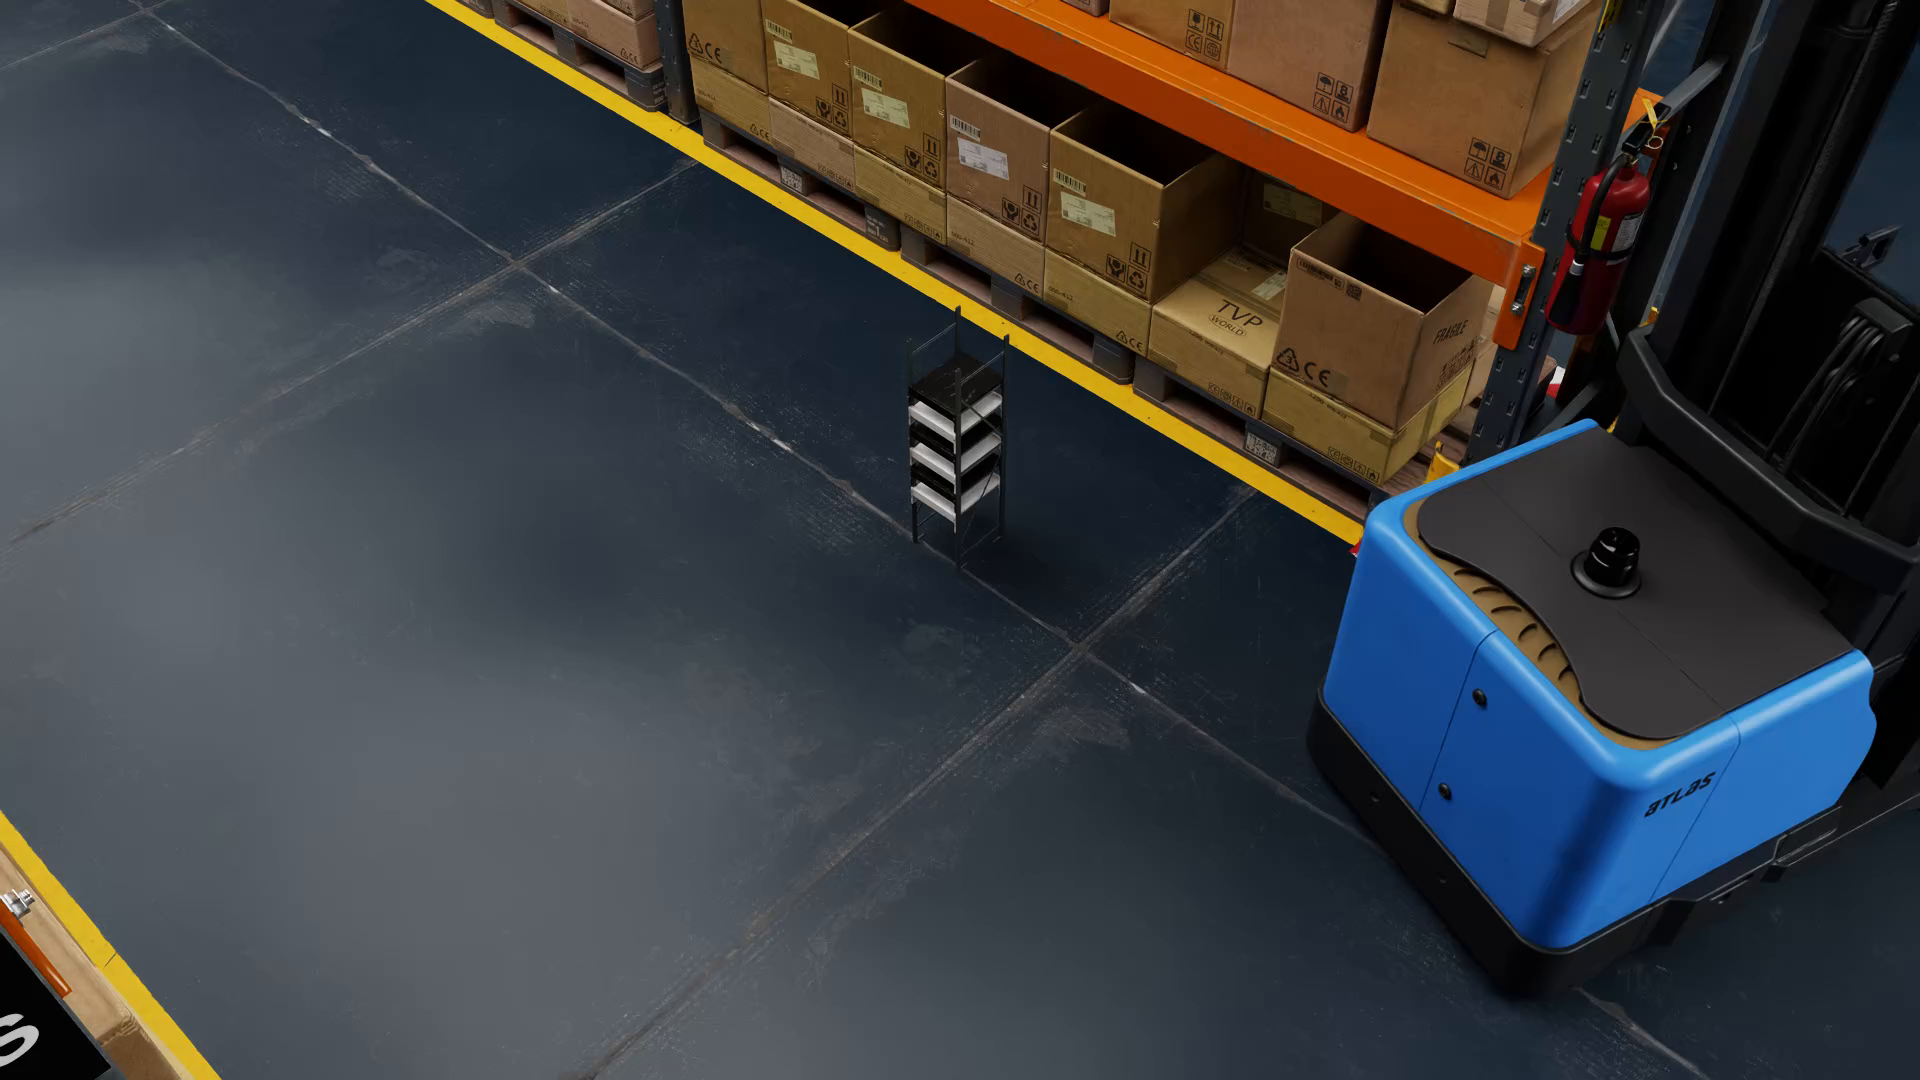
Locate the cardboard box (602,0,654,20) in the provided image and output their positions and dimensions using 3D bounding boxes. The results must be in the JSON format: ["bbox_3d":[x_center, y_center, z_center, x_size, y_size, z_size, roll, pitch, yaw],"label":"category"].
[{"bbox_3d":[-1.428,-2.626,7.372,0.500,0.311,0.500,34,55,28],"label":"cardboard box"}]

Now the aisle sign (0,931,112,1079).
[{"bbox_3d":[-1.098,0.433,1.502,0.004,0.787,0.394,34,55,28],"label":"aisle sign"}]

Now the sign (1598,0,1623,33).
[{"bbox_3d":[1.625,-1.401,4.051,0.005,0.325,0.100,34,55,28],"label":"sign"}]

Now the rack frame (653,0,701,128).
[{"bbox_3d":[-0.936,-3.185,6.683,0.127,3.000,1.000,34,55,28],"label":"rack frame"}]

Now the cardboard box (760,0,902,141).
[{"bbox_3d":[-0.435,-2.004,6.658,0.500,0.500,0.500,34,55,28],"label":"cardboard box"}]

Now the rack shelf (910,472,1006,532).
[{"bbox_3d":[-0.006,-0.166,5.581,0.200,0.077,0.258,34,55,28],"label":"rack shelf"}]

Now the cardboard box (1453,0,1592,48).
[{"bbox_3d":[1.593,-1.550,4.634,0.250,0.149,0.380,33,55,27],"label":"cardboard box"}]

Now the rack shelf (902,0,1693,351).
[{"bbox_3d":[0.533,-1.950,6.017,4.000,0.370,1.077,34,55,28],"label":"rack shelf"}]

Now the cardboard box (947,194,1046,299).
[{"bbox_3d":[0.298,-1.252,6.466,0.500,0.250,0.500,34,55,28],"label":"cardboard box"}]

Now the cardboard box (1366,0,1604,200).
[{"bbox_3d":[1.669,-1.479,5.013,0.500,0.500,0.700,34,55,28],"label":"cardboard box"}]

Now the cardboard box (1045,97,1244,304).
[{"bbox_3d":[0.662,-1.259,5.958,0.500,0.500,0.500,34,55,28],"label":"cardboard box"}]

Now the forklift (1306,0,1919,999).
[{"bbox_3d":[2.602,-0.537,4.244,3.031,2.935,1.130,-21,50,-18],"label":"forklift"}]

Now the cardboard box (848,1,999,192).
[{"bbox_3d":[-0.073,-1.753,6.422,0.500,0.500,0.500,34,55,28],"label":"cardboard box"}]

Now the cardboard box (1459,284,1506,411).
[{"bbox_3d":[1.760,-0.794,6.036,0.500,0.250,0.500,34,55,28],"label":"cardboard box"}]

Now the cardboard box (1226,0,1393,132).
[{"bbox_3d":[1.280,-1.736,5.254,0.500,0.500,0.700,35,56,29],"label":"cardboard box"}]

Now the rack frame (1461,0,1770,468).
[{"bbox_3d":[2.003,-1.207,4.826,0.127,3.000,1.000,34,55,28],"label":"rack frame"}]

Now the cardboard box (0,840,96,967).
[{"bbox_3d":[-1.857,0.589,2.714,0.500,0.500,0.500,34,55,28],"label":"cardboard box"}]

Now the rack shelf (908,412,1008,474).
[{"bbox_3d":[-0.006,-0.351,5.384,0.200,0.077,0.258,34,55,28],"label":"rack shelf"}]

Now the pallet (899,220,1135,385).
[{"bbox_3d":[0.520,-1.212,6.743,1.213,0.211,1.003,34,55,28],"label":"pallet"}]

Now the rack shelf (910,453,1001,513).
[{"bbox_3d":[-0.006,-0.228,5.516,0.200,0.077,0.258,34,55,28],"label":"rack shelf"}]

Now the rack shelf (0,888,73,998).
[{"bbox_3d":[-2.824,-0.321,2.430,4.000,0.370,1.077,34,55,28],"label":"rack shelf"}]

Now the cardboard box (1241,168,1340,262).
[{"bbox_3d":[1.391,-1.297,5.994,0.500,0.500,0.500,34,55,28],"label":"cardboard box"}]

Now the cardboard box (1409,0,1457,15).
[{"bbox_3d":[1.400,-1.679,4.755,0.250,0.149,0.380,35,56,28],"label":"cardboard box"}]

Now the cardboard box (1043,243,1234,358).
[{"bbox_3d":[0.664,-1.004,6.233,0.500,0.250,0.500,34,55,28],"label":"cardboard box"}]

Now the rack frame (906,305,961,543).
[{"bbox_3d":[-0.081,-0.362,5.473,0.006,0.900,0.240,34,55,28],"label":"rack frame"}]

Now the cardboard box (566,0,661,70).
[{"bbox_3d":[-1.438,-2.437,7.579,0.500,0.250,0.500,33,55,27],"label":"cardboard box"}]

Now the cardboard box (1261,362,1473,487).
[{"bbox_3d":[1.409,-0.517,5.776,0.500,0.250,0.500,34,55,28],"label":"cardboard box"}]

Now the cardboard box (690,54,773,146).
[{"bbox_3d":[-0.801,-1.996,7.164,0.500,0.250,0.500,34,55,28],"label":"cardboard box"}]

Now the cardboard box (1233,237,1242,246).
[{"bbox_3d":[1.023,-1.287,6.499,0.500,0.250,0.500,34,55,28],"label":"cardboard box"}]

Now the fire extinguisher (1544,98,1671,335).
[{"bbox_3d":[1.775,-0.873,4.566,0.183,0.674,0.296,34,55,28],"label":"fire extinguisher"}]

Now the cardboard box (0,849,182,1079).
[{"bbox_3d":[-1.501,0.839,2.479,0.500,0.500,0.500,34,55,28],"label":"cardboard box"}]

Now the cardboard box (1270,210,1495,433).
[{"bbox_3d":[1.407,-0.772,5.501,0.500,0.500,0.500,34,55,28],"label":"cardboard box"}]

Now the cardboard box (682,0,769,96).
[{"bbox_3d":[-0.808,-2.247,6.886,0.500,0.500,0.500,34,55,28],"label":"cardboard box"}]

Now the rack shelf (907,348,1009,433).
[{"bbox_3d":[-0.006,-0.474,5.253,0.200,0.077,0.258,34,55,28],"label":"rack shelf"}]

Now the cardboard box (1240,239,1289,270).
[{"bbox_3d":[1.390,-1.039,6.266,0.500,0.250,0.500,34,55,28],"label":"cardboard box"}]

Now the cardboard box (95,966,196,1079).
[{"bbox_3d":[-1.497,1.082,2.766,0.500,0.250,0.500,32,55,27],"label":"cardboard box"}]

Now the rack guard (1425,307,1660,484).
[{"bbox_3d":[2.021,-0.340,5.726,0.348,0.500,1.175,34,55,28],"label":"rack guard"}]

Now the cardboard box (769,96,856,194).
[{"bbox_3d":[-0.437,-1.746,6.930,0.500,0.250,0.500,34,55,28],"label":"cardboard box"}]

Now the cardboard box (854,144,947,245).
[{"bbox_3d":[-0.073,-1.496,6.695,0.500,0.250,0.500,34,55,28],"label":"cardboard box"}]

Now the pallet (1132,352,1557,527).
[{"bbox_3d":[1.413,-0.608,6.176,1.213,0.211,1.003,34,55,28],"label":"pallet"}]

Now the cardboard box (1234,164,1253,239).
[{"bbox_3d":[1.015,-1.537,6.219,0.500,0.500,0.500,34,55,28],"label":"cardboard box"}]

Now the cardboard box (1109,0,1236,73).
[{"bbox_3d":[0.919,-1.985,5.487,0.500,0.500,0.700,34,56,28],"label":"cardboard box"}]

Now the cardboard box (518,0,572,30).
[{"bbox_3d":[-1.808,-2.688,7.815,0.500,0.250,0.500,33,55,27],"label":"cardboard box"}]

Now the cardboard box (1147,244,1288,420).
[{"bbox_3d":[1.033,-0.757,6.002,0.500,0.250,0.500,34,55,28],"label":"cardboard box"}]

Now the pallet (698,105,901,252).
[{"bbox_3d":[-0.380,-1.815,7.309,1.213,0.211,1.003,34,55,28],"label":"pallet"}]

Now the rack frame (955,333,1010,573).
[{"bbox_3d":[0.069,-0.262,5.379,0.006,0.900,0.240,34,55,28],"label":"rack frame"}]

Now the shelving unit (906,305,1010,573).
[{"bbox_3d":[-0.006,-0.312,5.426,0.210,0.900,0.258,34,55,28],"label":"shelving unit"}]

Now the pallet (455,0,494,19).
[{"bbox_3d":[-2.405,-3.177,8.588,1.213,0.211,1.003,34,55,28],"label":"pallet"}]

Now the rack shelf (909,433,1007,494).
[{"bbox_3d":[-0.006,-0.289,5.450,0.200,0.077,0.258,34,55,28],"label":"rack shelf"}]

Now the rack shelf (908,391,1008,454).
[{"bbox_3d":[-0.006,-0.412,5.319,0.200,0.077,0.258,34,55,28],"label":"rack shelf"}]

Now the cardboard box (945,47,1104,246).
[{"bbox_3d":[0.296,-1.507,6.191,0.500,0.500,0.500,34,55,28],"label":"cardboard box"}]

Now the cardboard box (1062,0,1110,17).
[{"bbox_3d":[0.529,-2.243,5.730,0.500,0.500,0.700,36,56,29],"label":"cardboard box"}]

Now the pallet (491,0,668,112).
[{"bbox_3d":[-1.504,-2.574,8.022,1.213,0.211,1.003,34,55,28],"label":"pallet"}]
